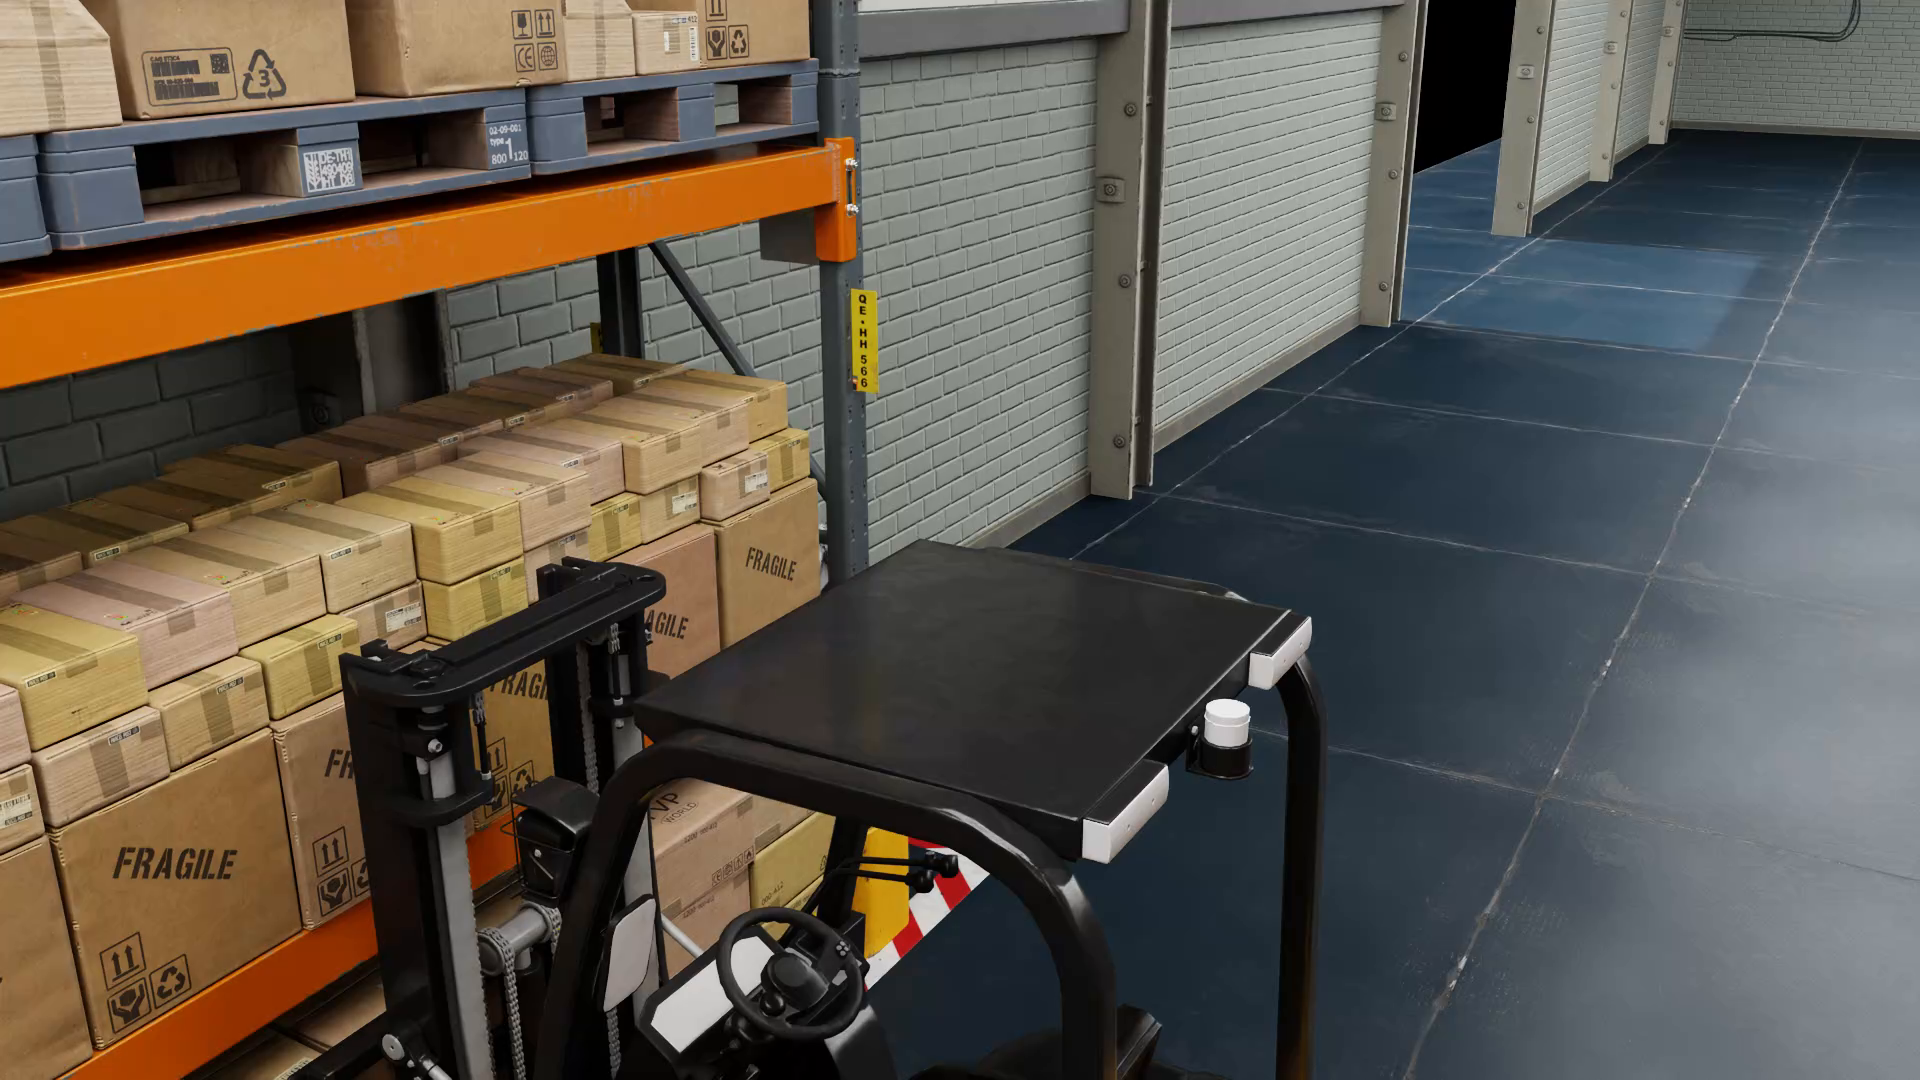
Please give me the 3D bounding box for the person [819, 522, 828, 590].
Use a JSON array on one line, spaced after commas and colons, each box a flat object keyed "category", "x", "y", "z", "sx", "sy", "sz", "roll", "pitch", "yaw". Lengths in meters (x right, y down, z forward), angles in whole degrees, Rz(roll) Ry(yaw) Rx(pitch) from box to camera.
[{"category": "person", "x": -0.884, "y": 0.326, "z": 7.662, "sx": 0.479, "sy": 0.990, "sz": 0.928, "roll": 9, "pitch": 22, "yaw": 25}]
